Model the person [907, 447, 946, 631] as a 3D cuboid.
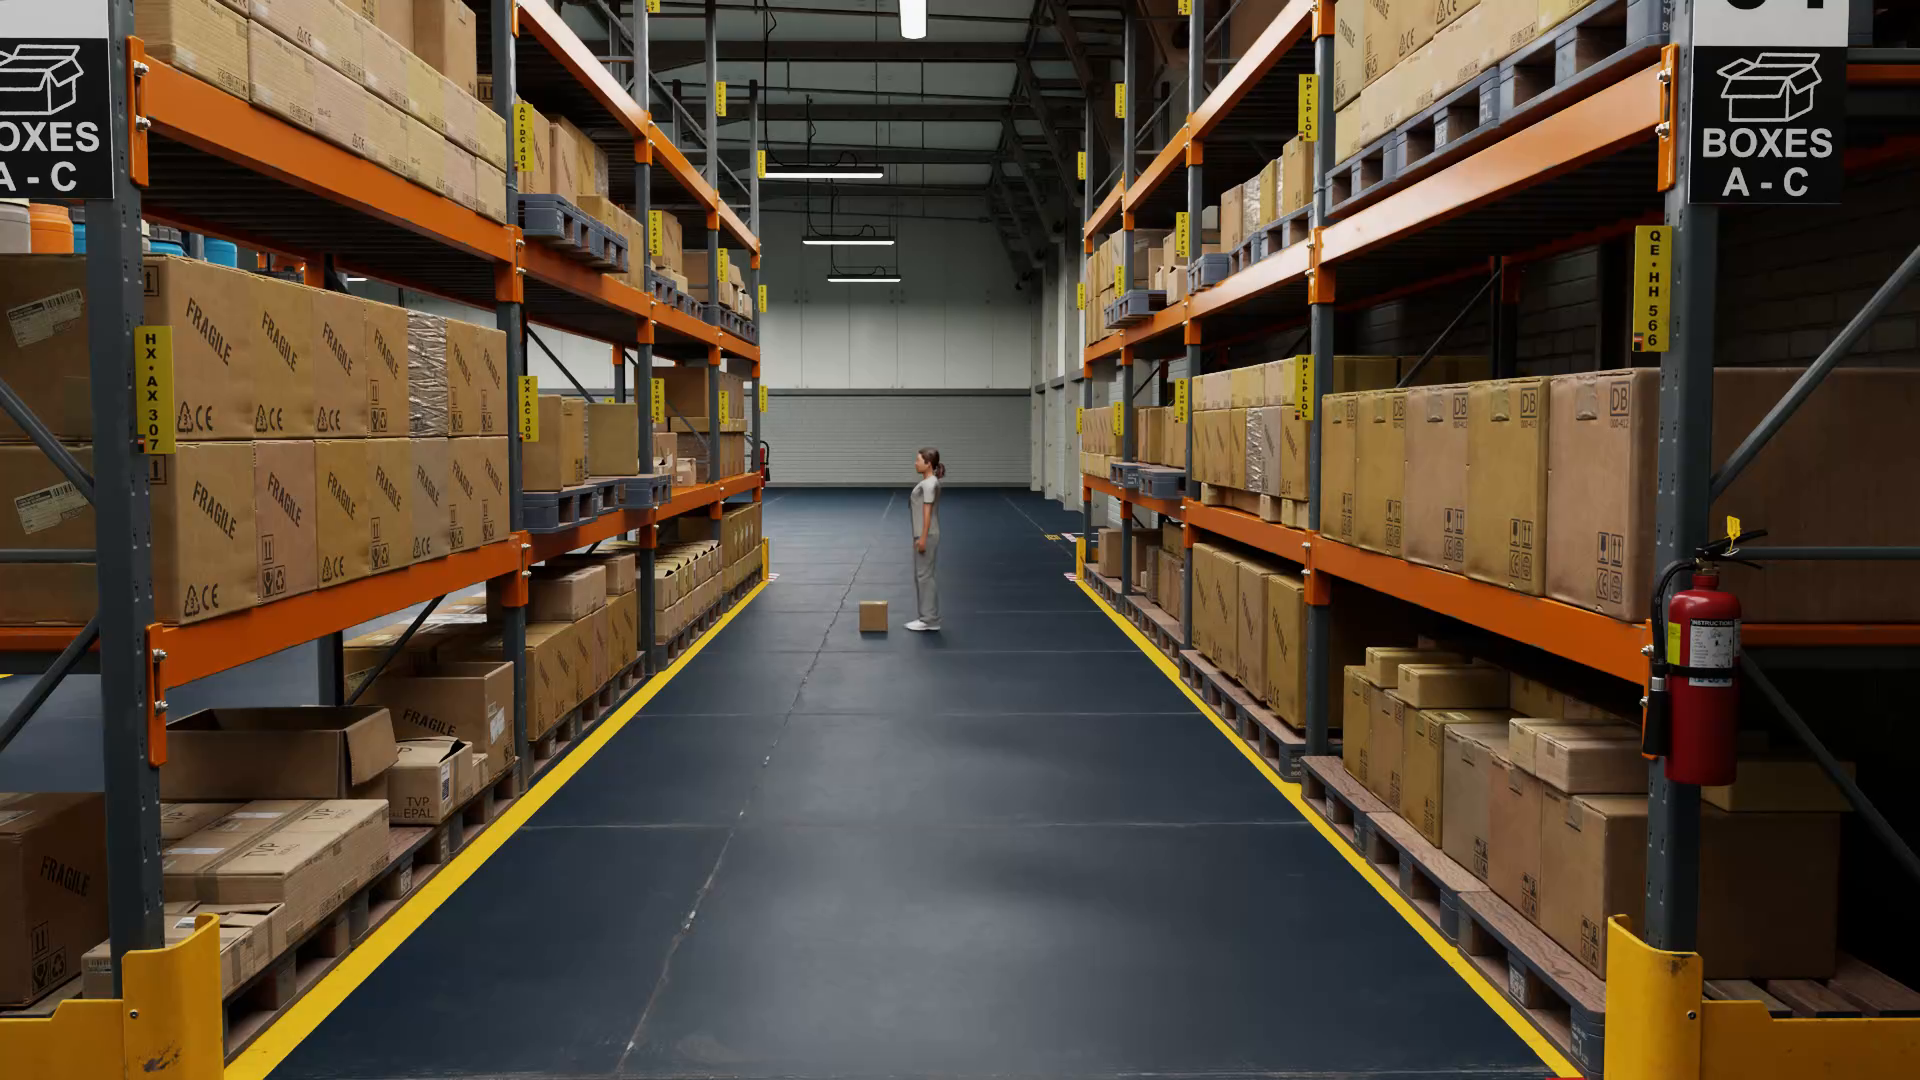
[{"bbox_3d":[-0.304,-0.009,15.168,0.366,1.670,0.439,0,4,0],"label":"person"}]
